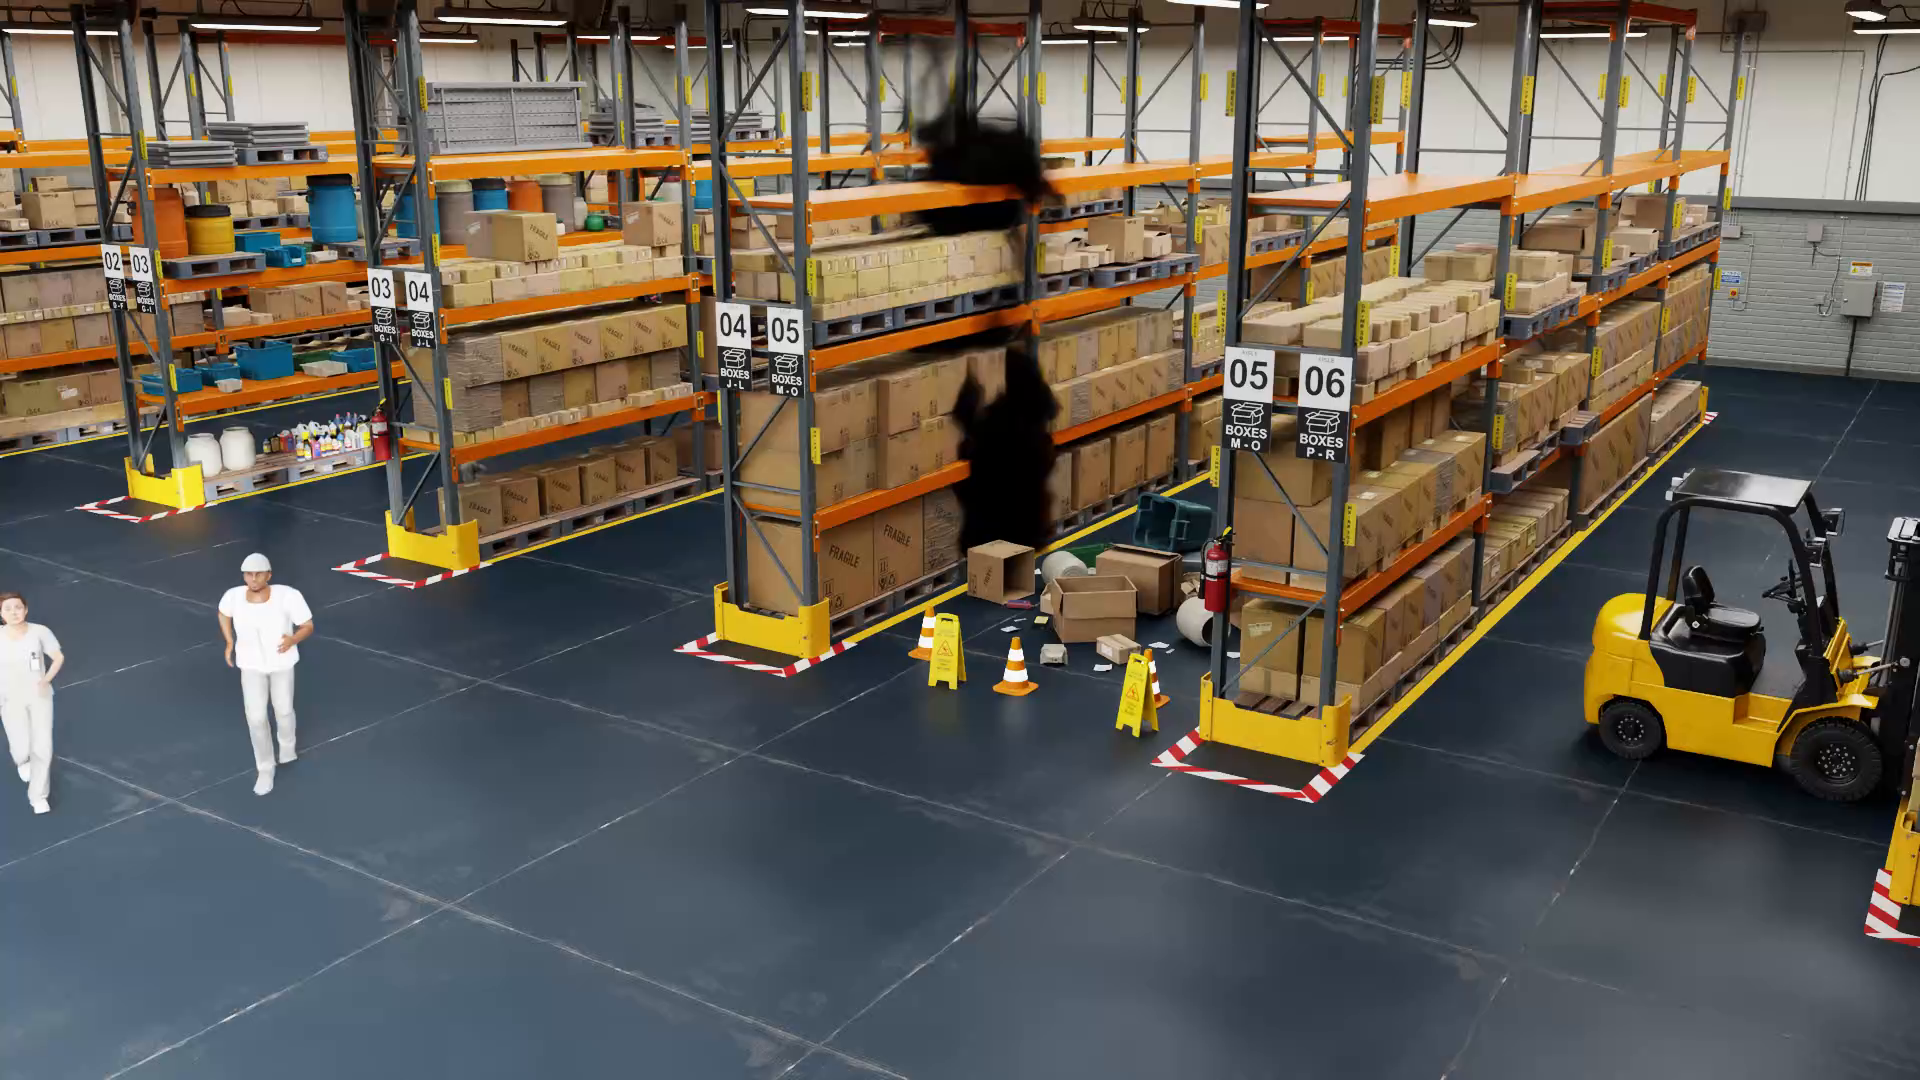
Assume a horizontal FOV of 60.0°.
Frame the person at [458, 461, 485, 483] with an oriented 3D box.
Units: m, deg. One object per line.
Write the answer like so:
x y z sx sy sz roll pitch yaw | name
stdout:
-6.134 -1.295 20.837 0.619 1.671 0.721 4 16 13 | person

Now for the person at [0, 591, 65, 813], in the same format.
-6.784 1.151 12.066 0.580 1.618 0.597 -11 19 -34 | person

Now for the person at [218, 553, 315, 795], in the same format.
-5.181 0.969 12.500 0.678 1.829 0.777 -5 16 -18 | person
